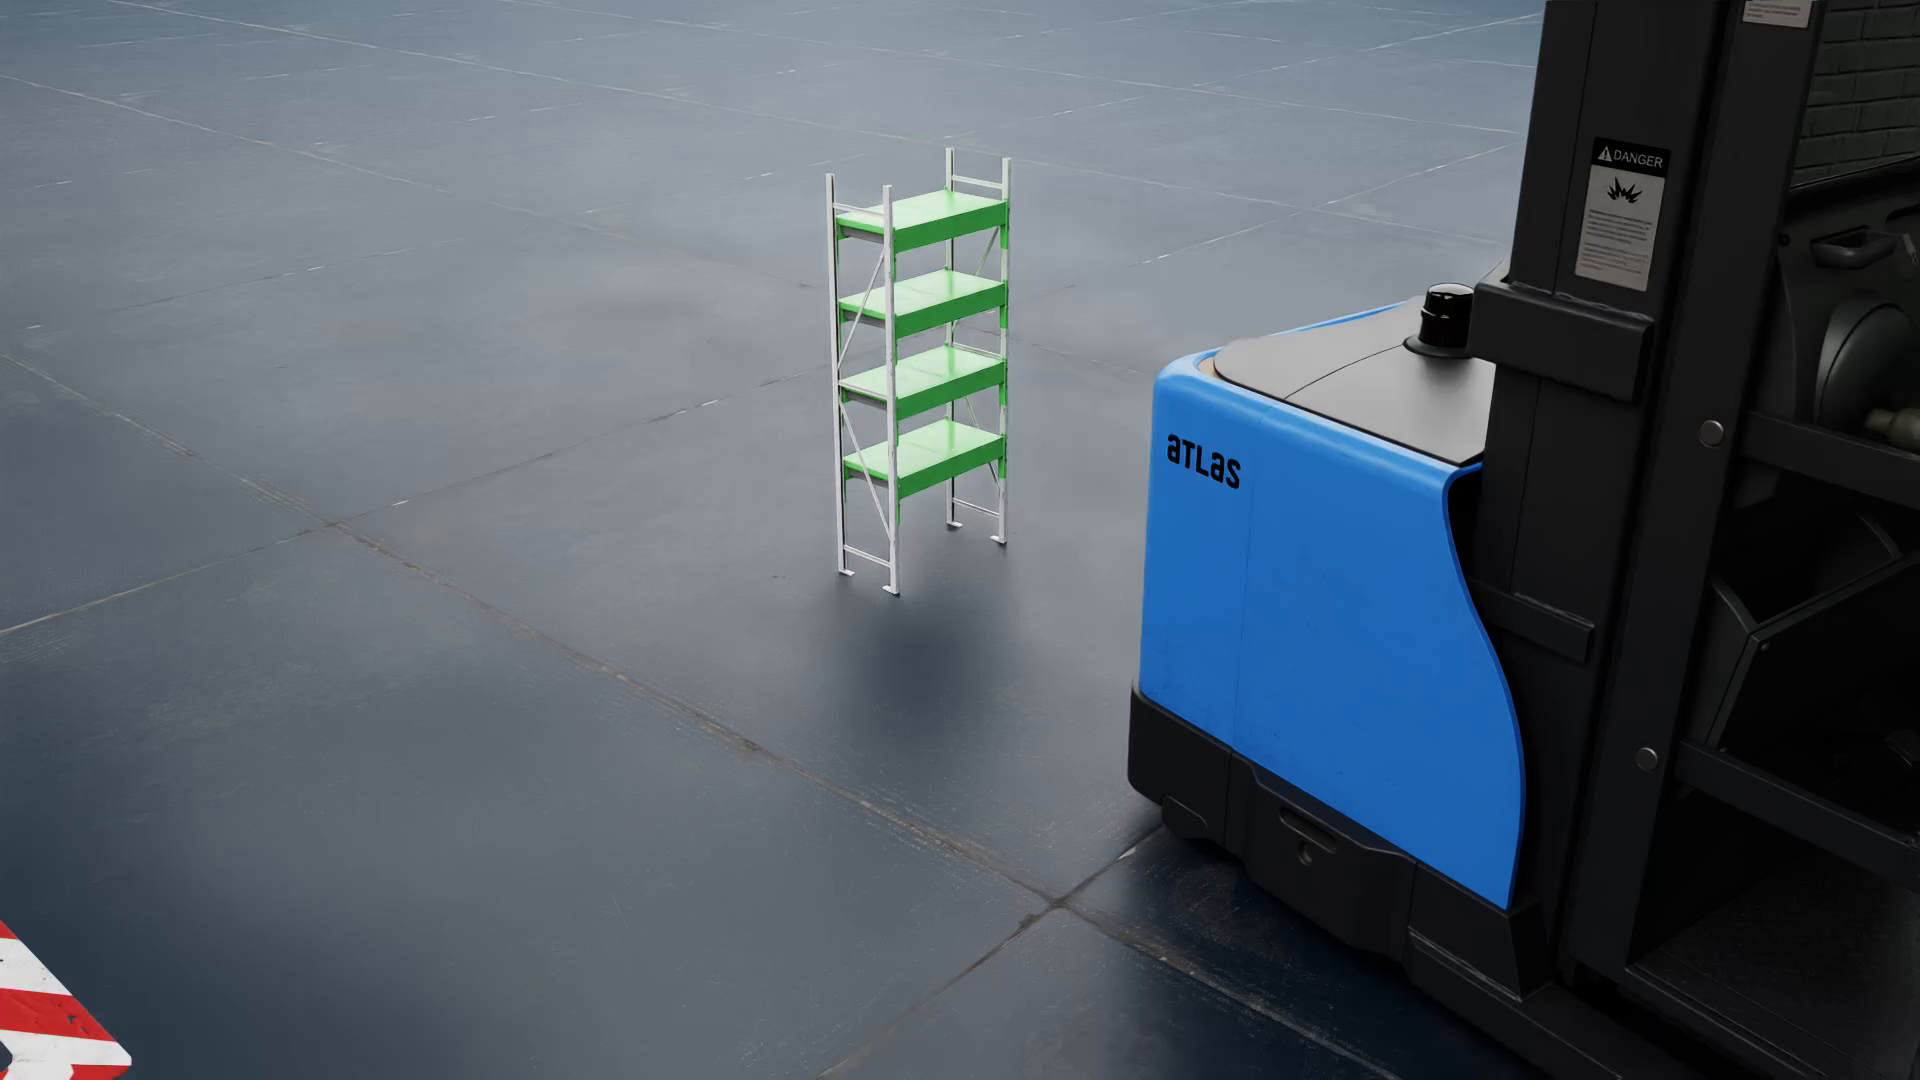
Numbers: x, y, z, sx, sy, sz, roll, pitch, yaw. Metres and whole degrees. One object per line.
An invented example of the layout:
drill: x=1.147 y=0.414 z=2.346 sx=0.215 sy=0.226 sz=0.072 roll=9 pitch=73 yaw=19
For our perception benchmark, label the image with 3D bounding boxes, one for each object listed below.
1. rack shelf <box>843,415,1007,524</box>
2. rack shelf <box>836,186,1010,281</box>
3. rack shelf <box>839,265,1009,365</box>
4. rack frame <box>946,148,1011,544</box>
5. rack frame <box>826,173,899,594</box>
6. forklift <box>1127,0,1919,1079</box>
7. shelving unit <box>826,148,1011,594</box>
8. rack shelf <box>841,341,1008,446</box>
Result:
rack shelf: x=-0.110 y=-0.220 z=5.016 sx=0.258 sy=0.148 sz=0.480 roll=20 pitch=31 yaw=38
rack shelf: x=-0.110 y=-0.877 z=4.722 sx=0.258 sy=0.148 sz=0.480 roll=20 pitch=31 yaw=38
rack shelf: x=-0.110 y=-0.658 z=4.820 sx=0.258 sy=0.148 sz=0.480 roll=20 pitch=31 yaw=38
rack frame: x=0.052 y=-0.571 z=5.058 sx=0.240 sy=1.200 sz=0.015 roll=20 pitch=31 yaw=38
rack frame: x=-0.273 y=-0.423 z=4.726 sx=0.240 sy=1.200 sz=0.015 roll=20 pitch=31 yaw=38
forklift: x=1.664 y=-0.359 z=2.468 sx=1.130 sy=2.935 sz=3.031 roll=-17 pitch=29 yaw=-33
shelving unit: x=-0.110 y=-0.497 z=4.892 sx=0.258 sy=1.200 sz=0.503 roll=20 pitch=31 yaw=38
rack shelf: x=-0.110 y=-0.439 z=4.918 sx=0.258 sy=0.148 sz=0.480 roll=20 pitch=31 yaw=38
